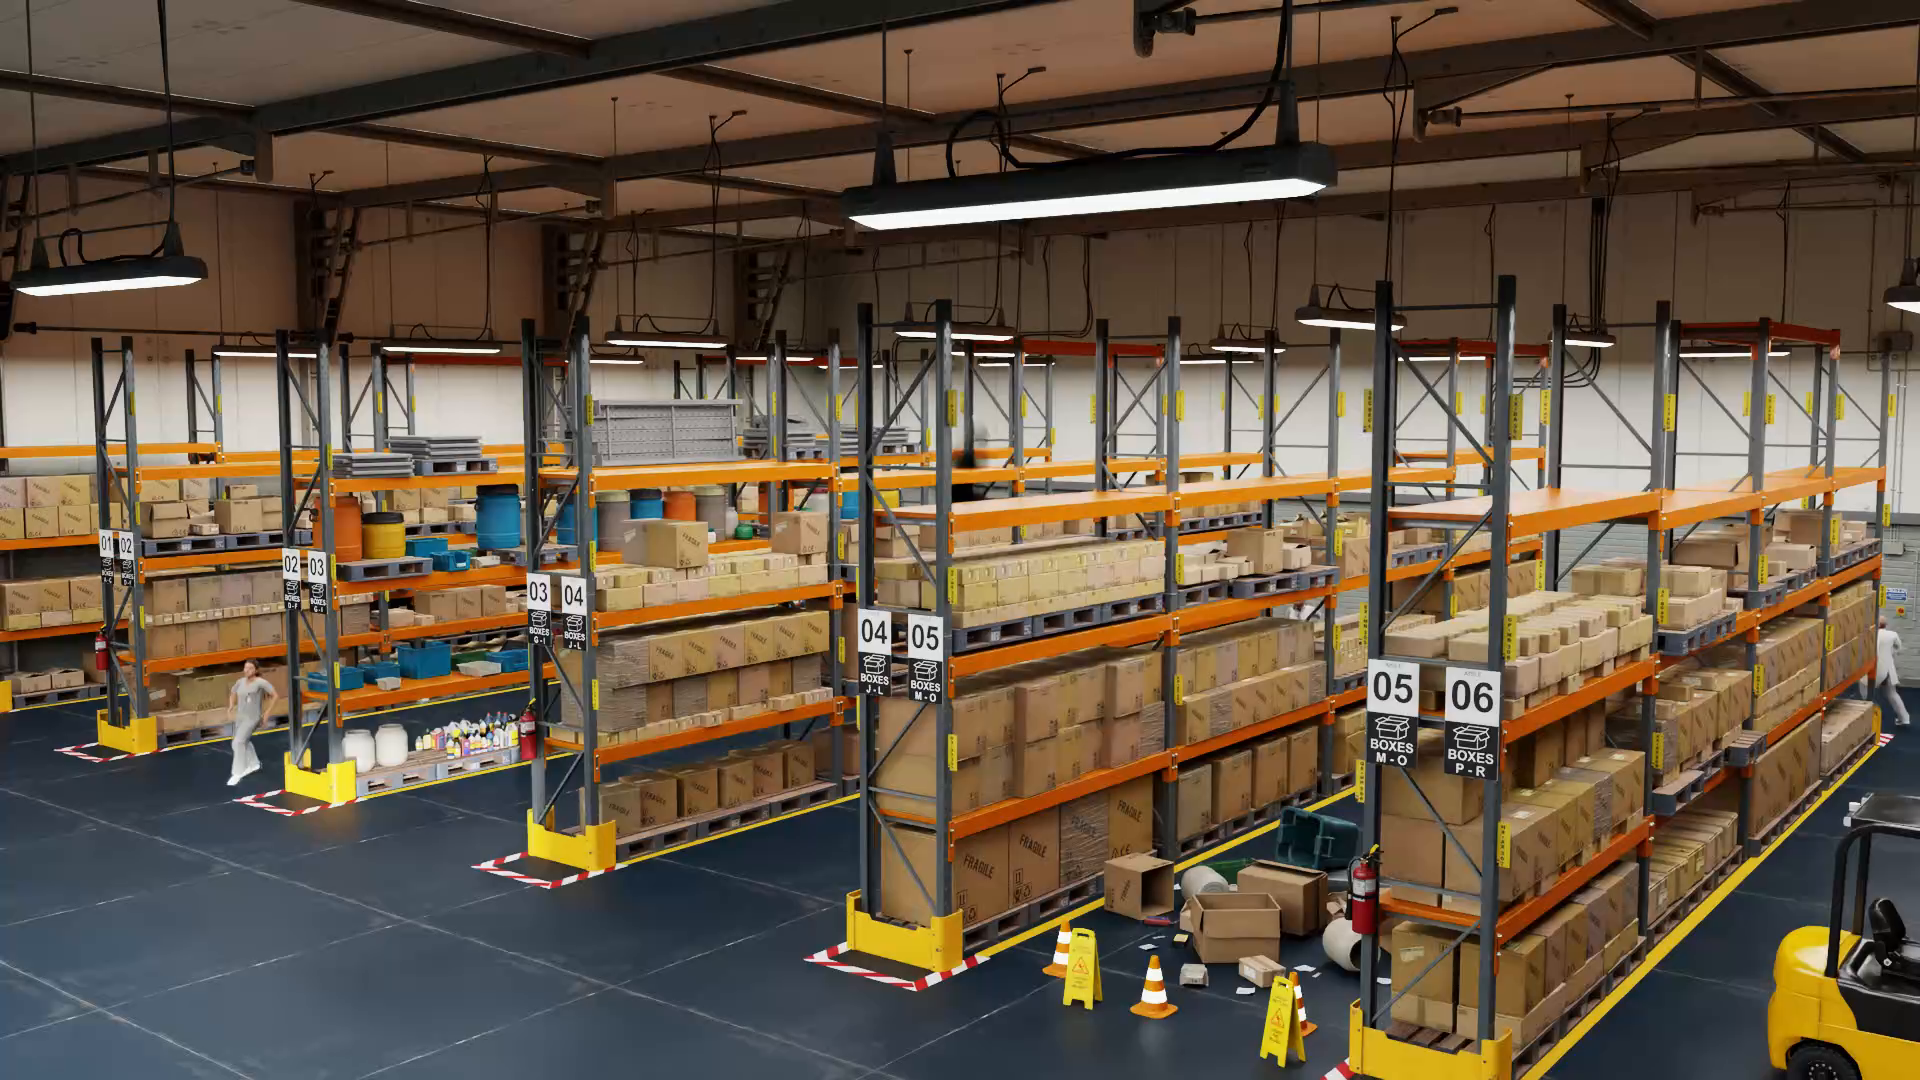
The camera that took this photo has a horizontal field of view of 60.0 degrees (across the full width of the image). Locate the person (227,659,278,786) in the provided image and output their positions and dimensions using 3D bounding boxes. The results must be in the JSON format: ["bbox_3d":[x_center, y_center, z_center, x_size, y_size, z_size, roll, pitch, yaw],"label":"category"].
[{"bbox_3d":[-9.488,2.415,22.244,0.640,1.681,0.695,2,5,19],"label":"person"}]

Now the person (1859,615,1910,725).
[{"bbox_3d":[14.306,2.058,25.848,0.770,1.799,0.739,-1,5,-13],"label":"person"}]

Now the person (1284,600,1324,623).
[{"bbox_3d":[5.934,1.762,28.907,0.628,1.829,0.819,4,6,37],"label":"person"}]
